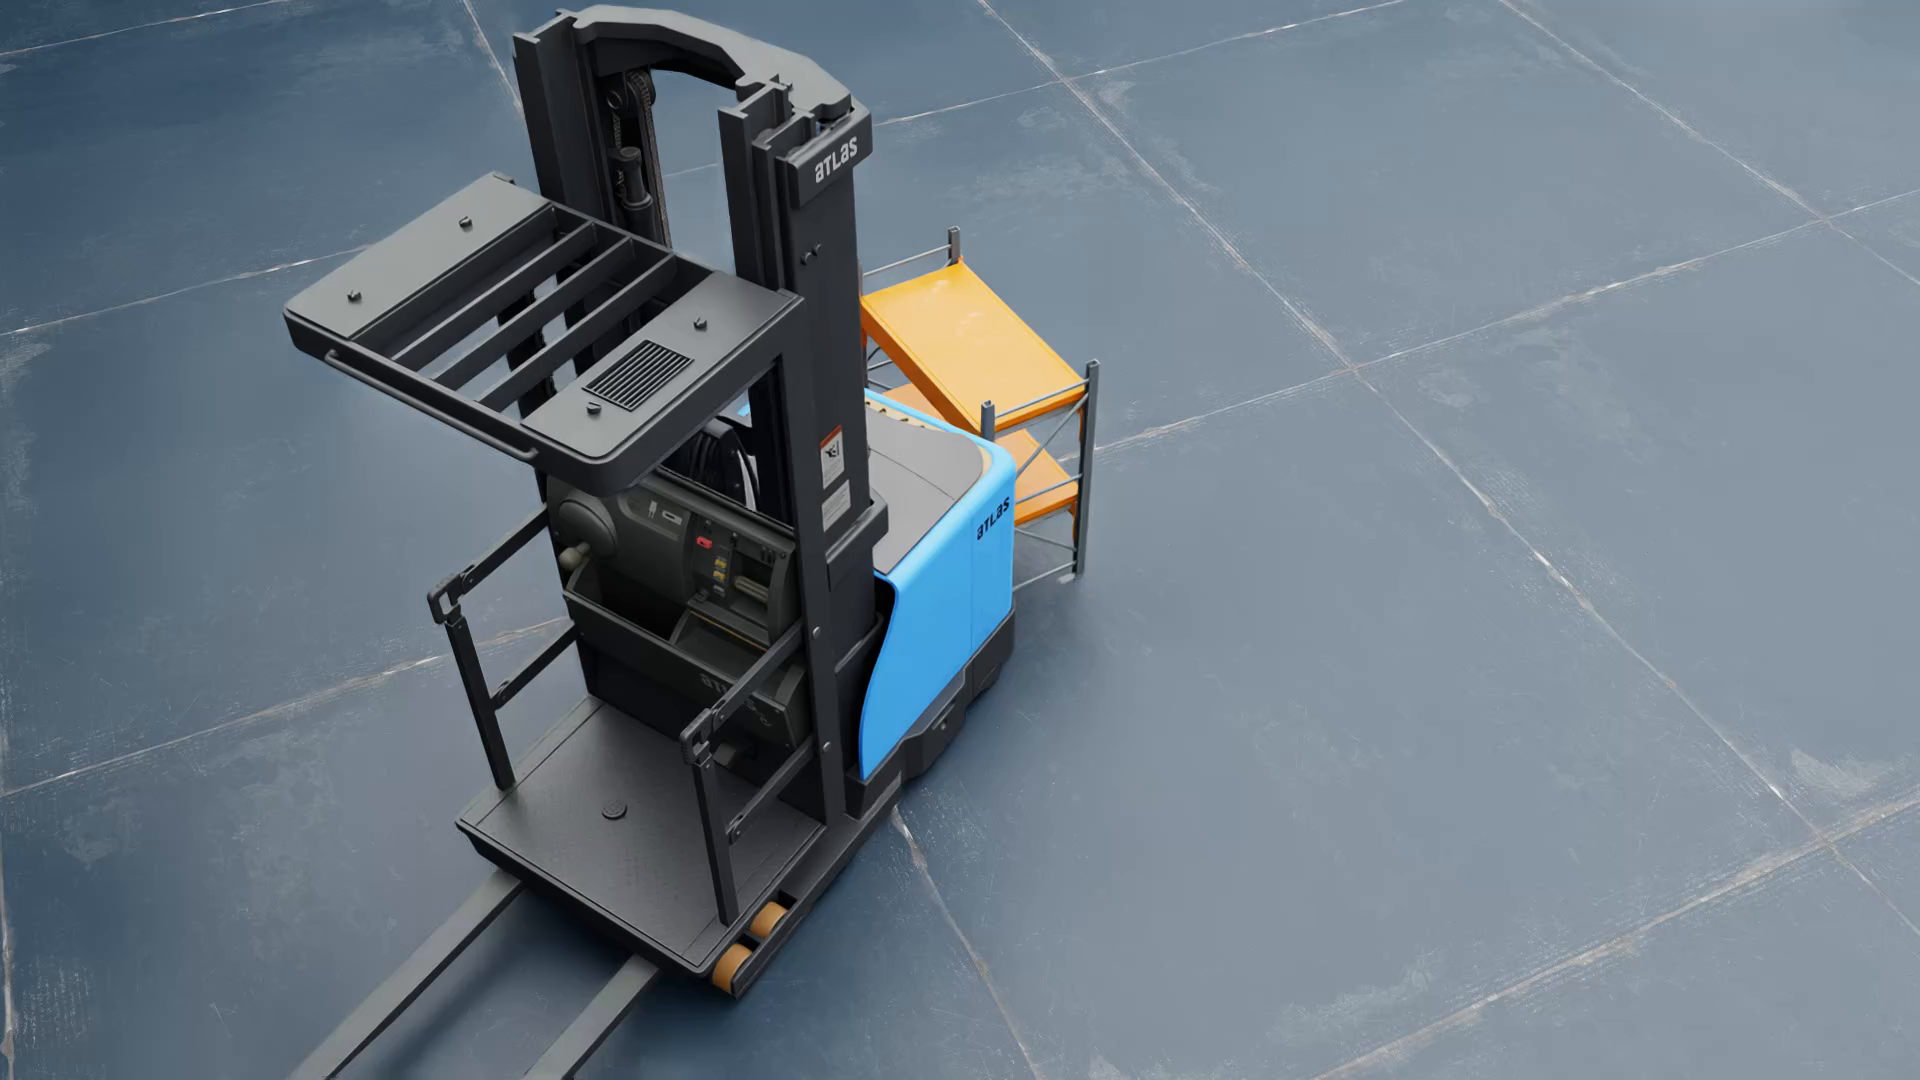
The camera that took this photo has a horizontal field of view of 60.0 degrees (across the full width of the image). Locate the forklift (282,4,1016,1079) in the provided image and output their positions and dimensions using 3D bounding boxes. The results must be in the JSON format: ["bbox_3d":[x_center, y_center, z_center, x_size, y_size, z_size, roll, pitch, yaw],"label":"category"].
[{"bbox_3d":[-1.012,0.091,4.940,1.130,2.935,3.031,25,50,23],"label":"forklift"}]

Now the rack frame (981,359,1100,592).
[{"bbox_3d":[0.299,-0.177,6.497,0.500,1.125,0.032,-23,49,-21],"label":"rack frame"}]

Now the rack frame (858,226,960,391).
[{"bbox_3d":[-0.220,-0.791,7.119,0.500,1.125,0.032,-23,49,-21],"label":"rack frame"}]

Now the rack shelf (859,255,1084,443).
[{"bbox_3d":[0.039,-0.692,6.603,0.538,0.278,1.000,-23,49,-21],"label":"rack shelf"}]

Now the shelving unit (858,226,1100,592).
[{"bbox_3d":[0.039,-0.484,6.808,0.538,1.125,1.048,-23,49,-21],"label":"shelving unit"}]

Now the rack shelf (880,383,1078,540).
[{"bbox_3d":[0.039,-0.310,6.980,0.538,0.278,1.000,-23,49,-21],"label":"rack shelf"}]
